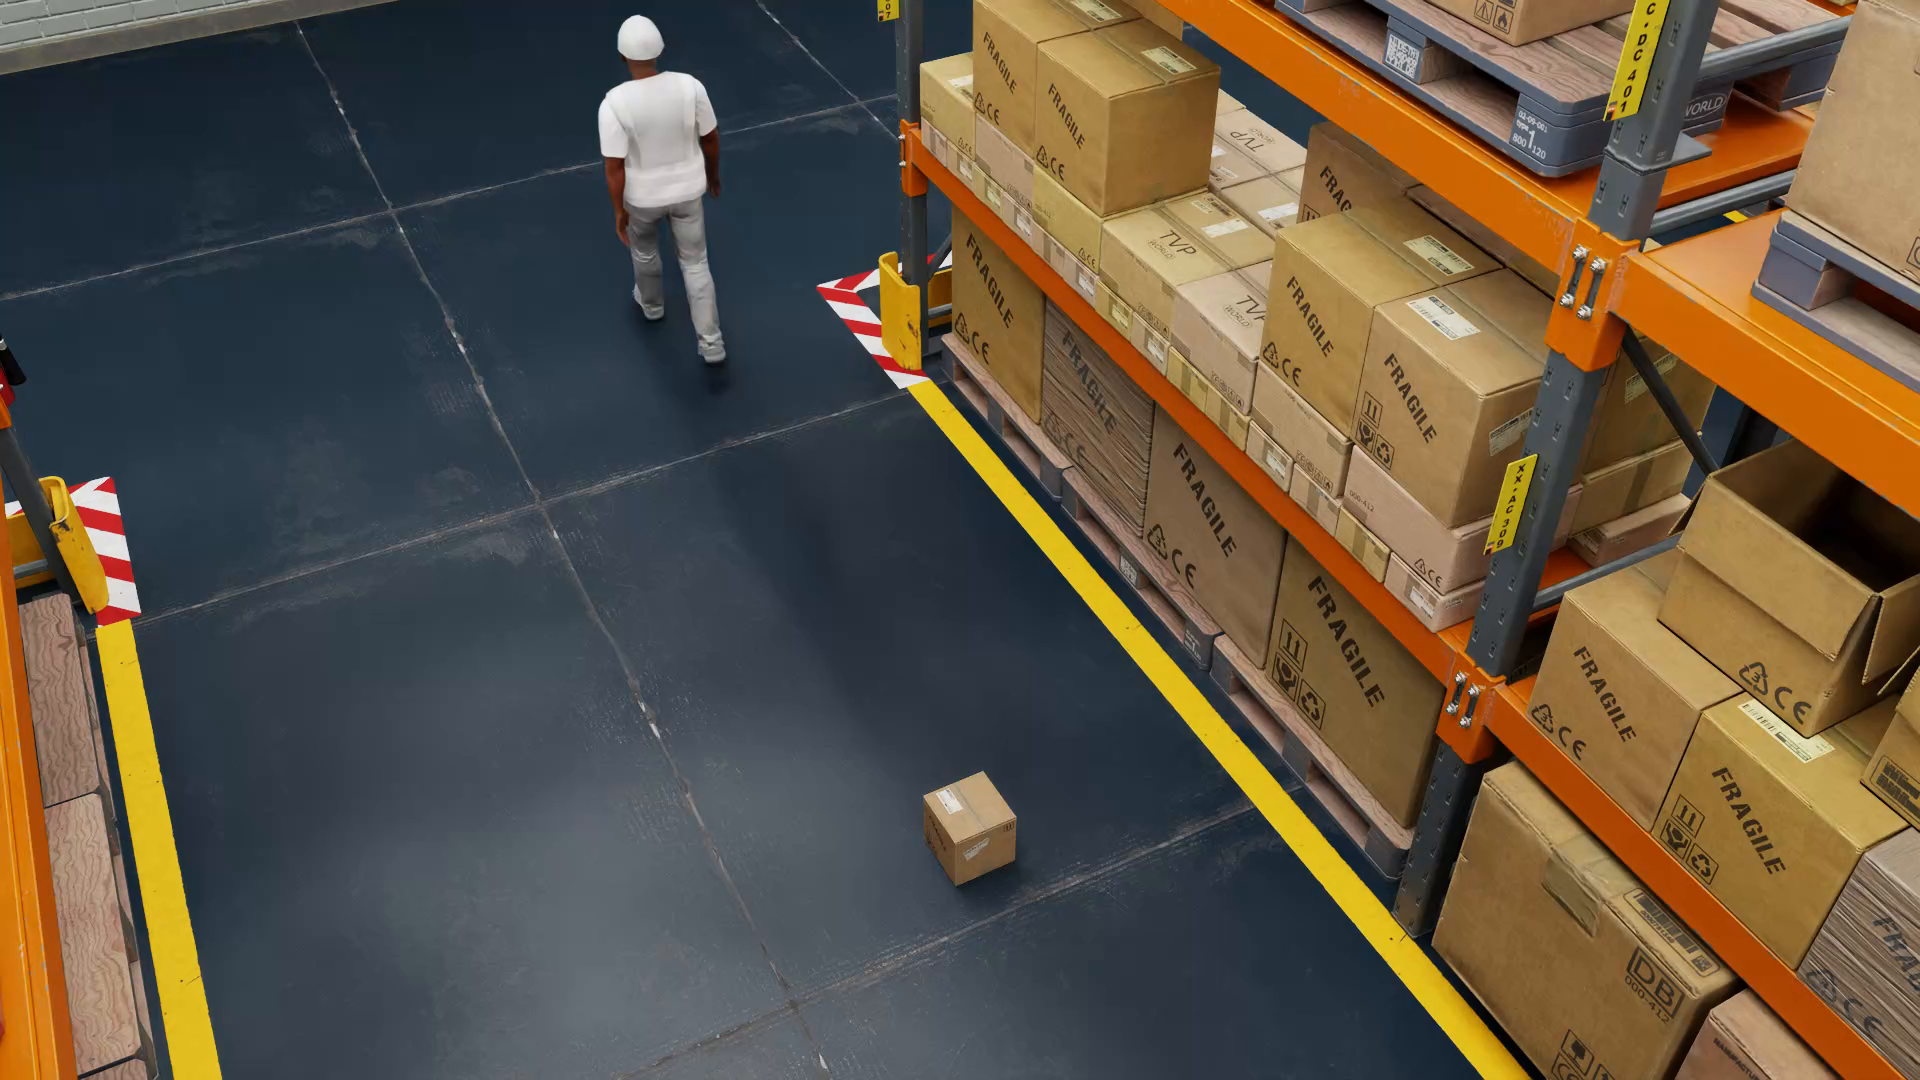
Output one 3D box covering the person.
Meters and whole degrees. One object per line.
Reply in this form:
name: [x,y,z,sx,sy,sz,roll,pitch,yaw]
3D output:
person: [-1.437,-1.721,8.122,0.582,1.732,0.988,-14,43,-15]
